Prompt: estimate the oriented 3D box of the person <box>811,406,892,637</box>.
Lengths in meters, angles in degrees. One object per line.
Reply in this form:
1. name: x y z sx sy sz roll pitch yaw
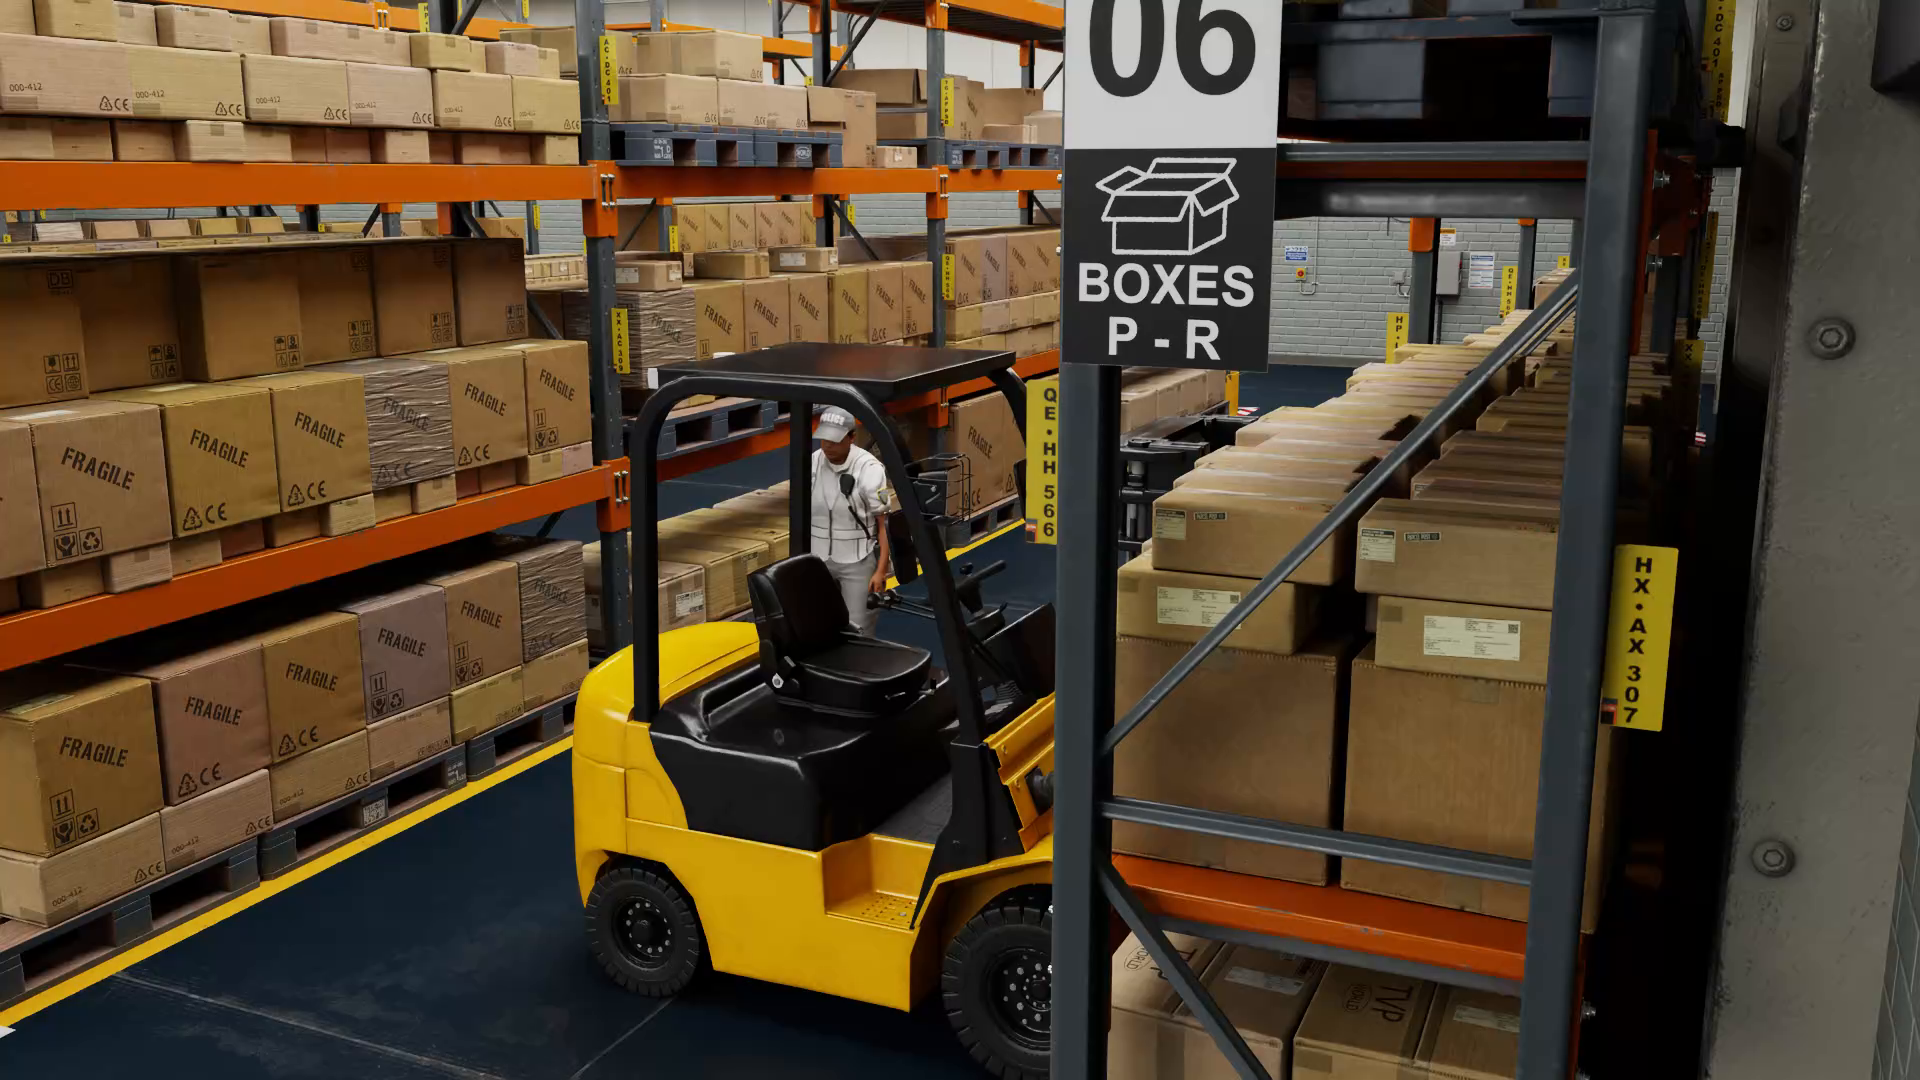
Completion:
1. person: -0.601 0.145 8.315 0.537 1.665 0.468 5 13 23
